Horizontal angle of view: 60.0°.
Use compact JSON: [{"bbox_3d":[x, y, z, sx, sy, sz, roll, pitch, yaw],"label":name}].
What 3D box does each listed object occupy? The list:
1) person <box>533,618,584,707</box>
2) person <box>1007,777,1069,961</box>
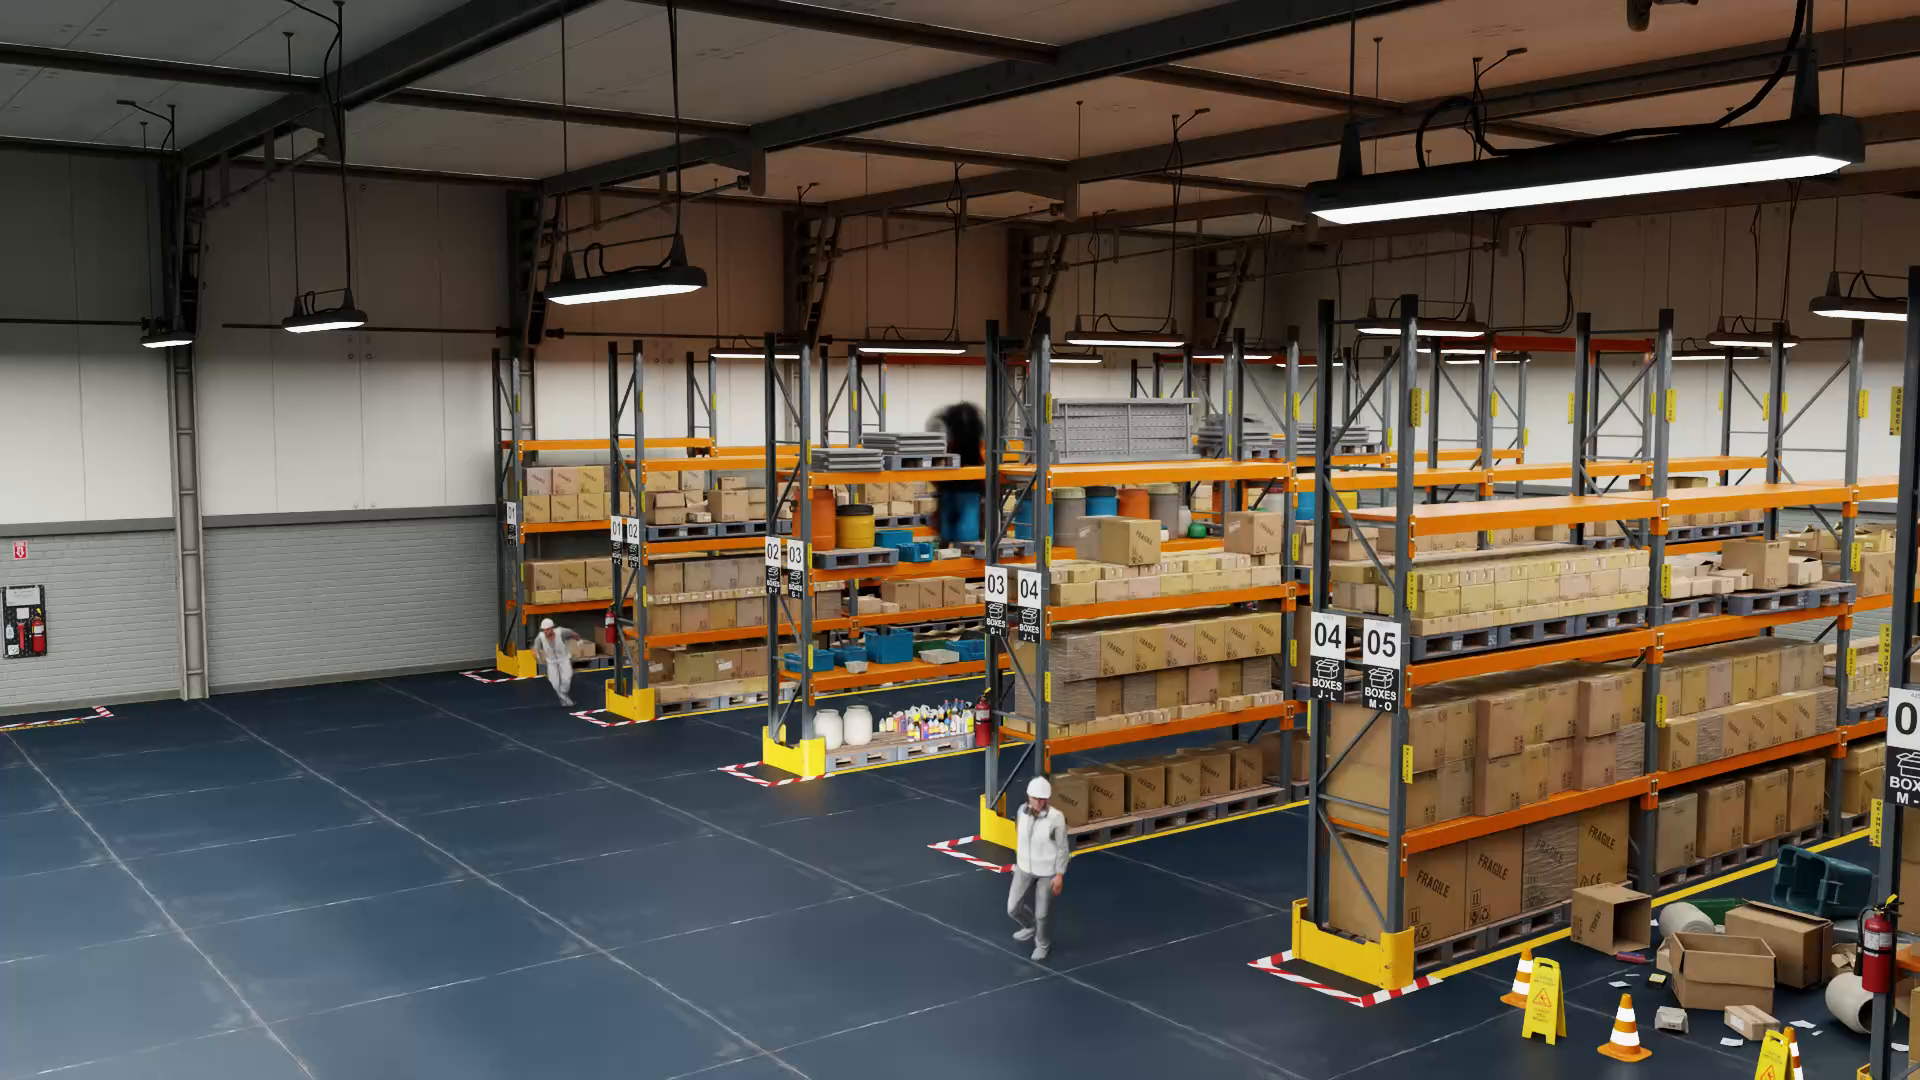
[{"bbox_3d":[-6.570,2.010,27.117,0.721,1.538,0.978,0,5,-2],"label":"person"},{"bbox_3d":[0.708,2.986,15.139,0.692,1.748,0.599,3,6,30],"label":"person"}]
